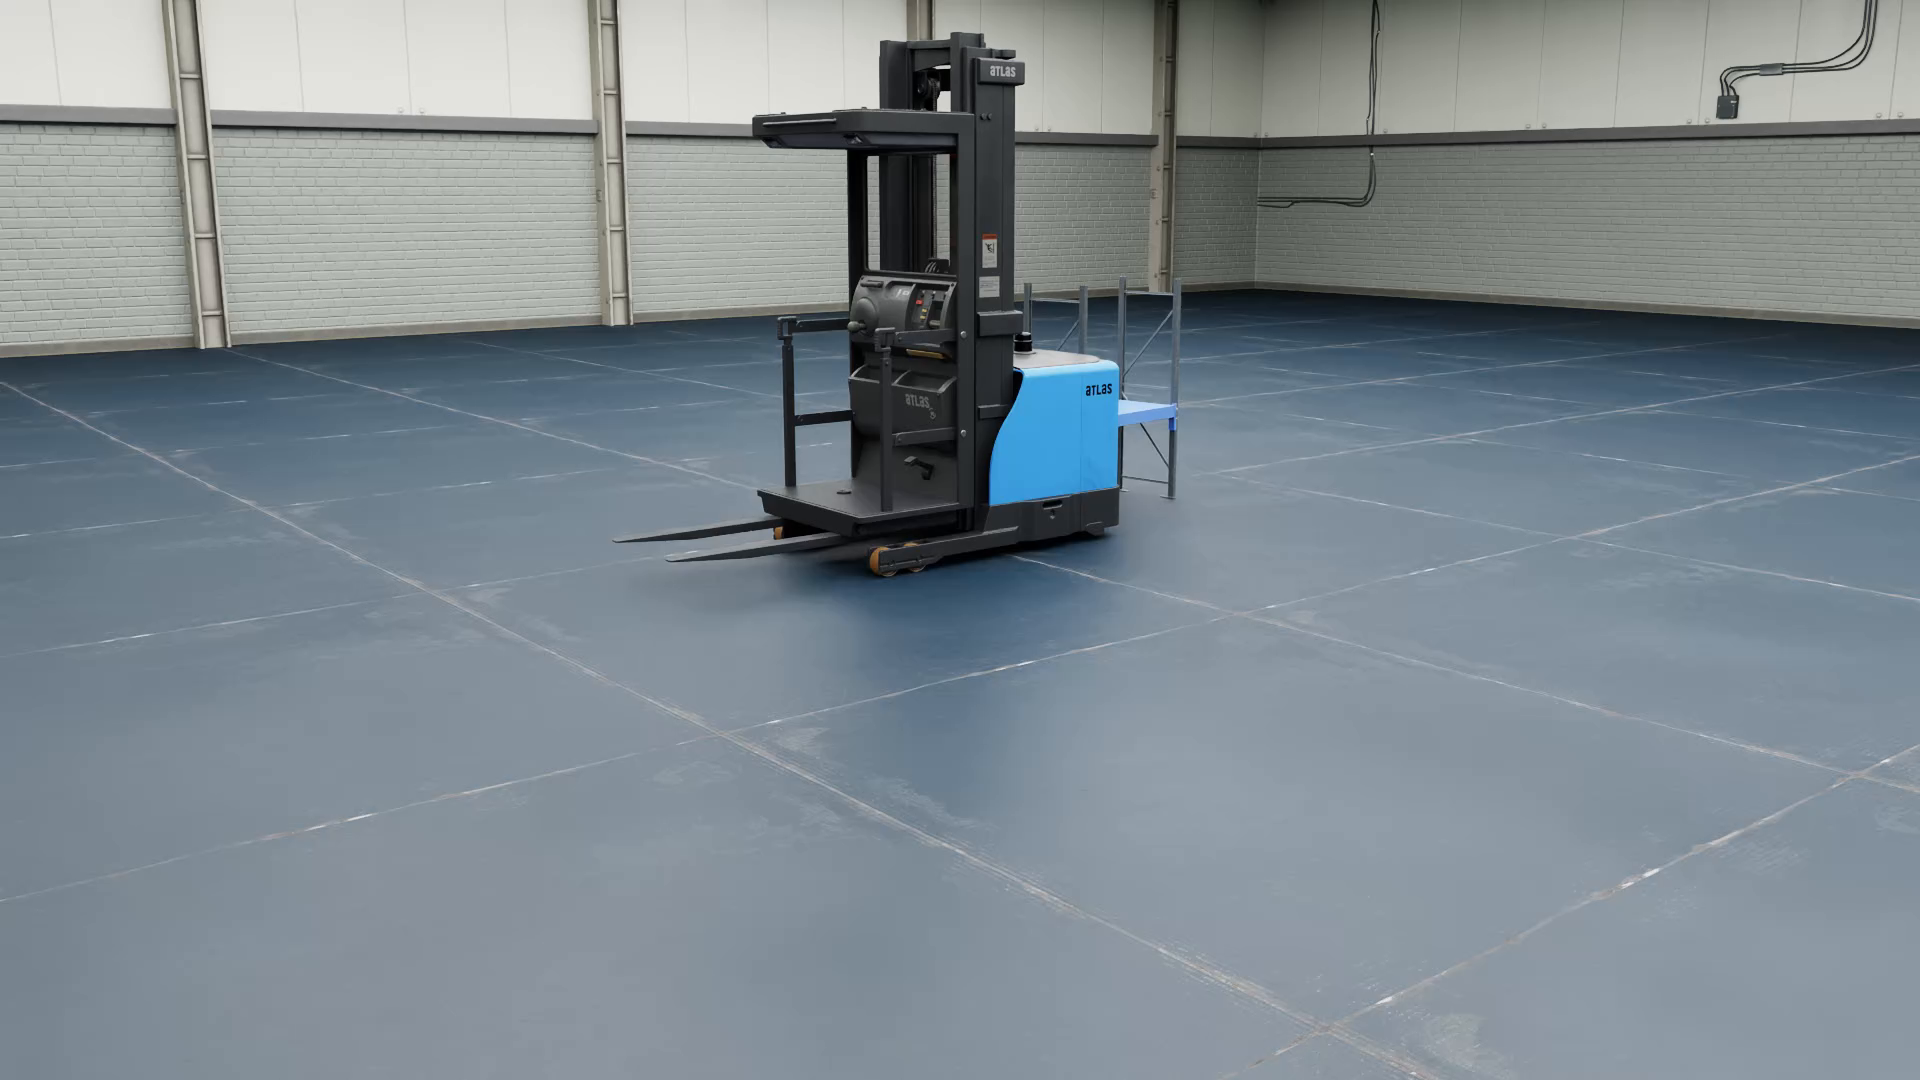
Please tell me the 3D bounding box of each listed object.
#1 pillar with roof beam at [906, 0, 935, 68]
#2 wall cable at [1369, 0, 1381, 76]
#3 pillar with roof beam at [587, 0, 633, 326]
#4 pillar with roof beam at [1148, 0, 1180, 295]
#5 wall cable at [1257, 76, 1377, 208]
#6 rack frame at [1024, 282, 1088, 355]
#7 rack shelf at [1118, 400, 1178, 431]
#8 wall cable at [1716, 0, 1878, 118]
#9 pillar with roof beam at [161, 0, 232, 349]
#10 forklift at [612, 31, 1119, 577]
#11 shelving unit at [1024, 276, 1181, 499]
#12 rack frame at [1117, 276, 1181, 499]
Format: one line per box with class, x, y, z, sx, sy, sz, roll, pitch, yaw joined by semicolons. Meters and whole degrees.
pillar with roof beam;2.016;-7.857;25.467;0.400;9.000;9.100;-9;15;-38
wall cable;8.828;-10.015;30.944;0.112;2.526;3.097;-9;15;-38
pillar with roof beam;-2.669;-7.079;21.801;0.400;9.000;9.100;-9;15;-38
pillar with roof beam;6.701;-8.636;29.134;0.400;9.000;9.100;-9;15;-38
wall cable;7.138;-7.983;33.535;0.112;2.526;3.097;-9;15;-38
rack frame;0.608;-0.897;10.742;0.500;1.500;0.032;11;16;41
rack shelf;0.950;-0.799;11.147;0.538;0.185;1.000;11;16;41
wall cable;13.056;-9.624;25.598;0.169;6.003;2.305;-9;15;-38
pillar with roof beam;-7.354;-6.300;18.134;0.400;9.000;9.100;-9;15;-38
forklift;-0.497;-1.354;9.448;3.031;2.935;1.130;-9;15;-37
shelving unit;0.950;-0.975;11.109;0.538;1.500;1.048;11;16;41
rack frame;1.292;-1.053;11.477;0.500;1.500;0.032;11;16;41
